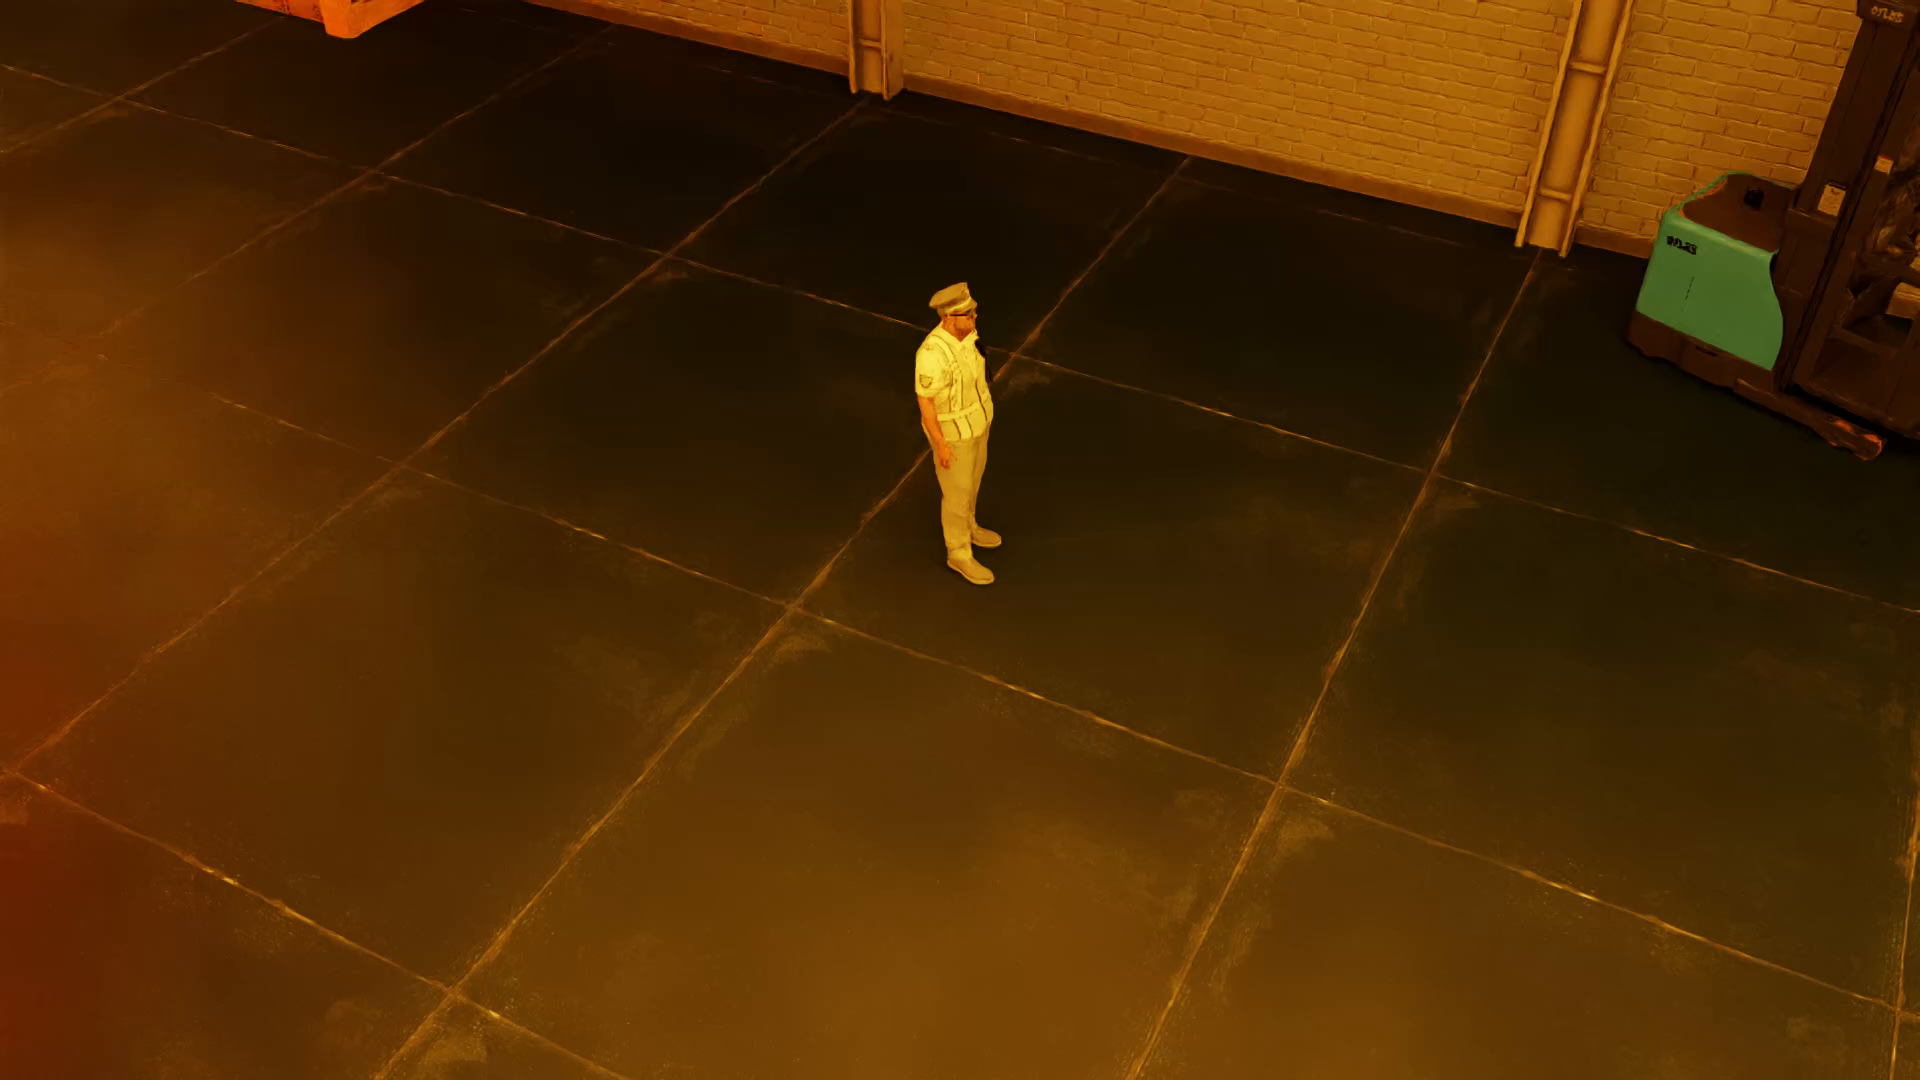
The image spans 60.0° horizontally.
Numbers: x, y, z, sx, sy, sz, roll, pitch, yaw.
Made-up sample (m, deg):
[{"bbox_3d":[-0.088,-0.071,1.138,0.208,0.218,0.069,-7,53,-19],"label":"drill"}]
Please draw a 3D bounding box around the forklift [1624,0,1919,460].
[{"bbox_3d":[6.107,-2.021,10.386,1.130,2.935,3.031,-31,49,-31],"label":"forklift"}]

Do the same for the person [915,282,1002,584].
[{"bbox_3d":[0.064,-0.658,9.647,0.574,1.781,0.640,18,43,21],"label":"person"}]
